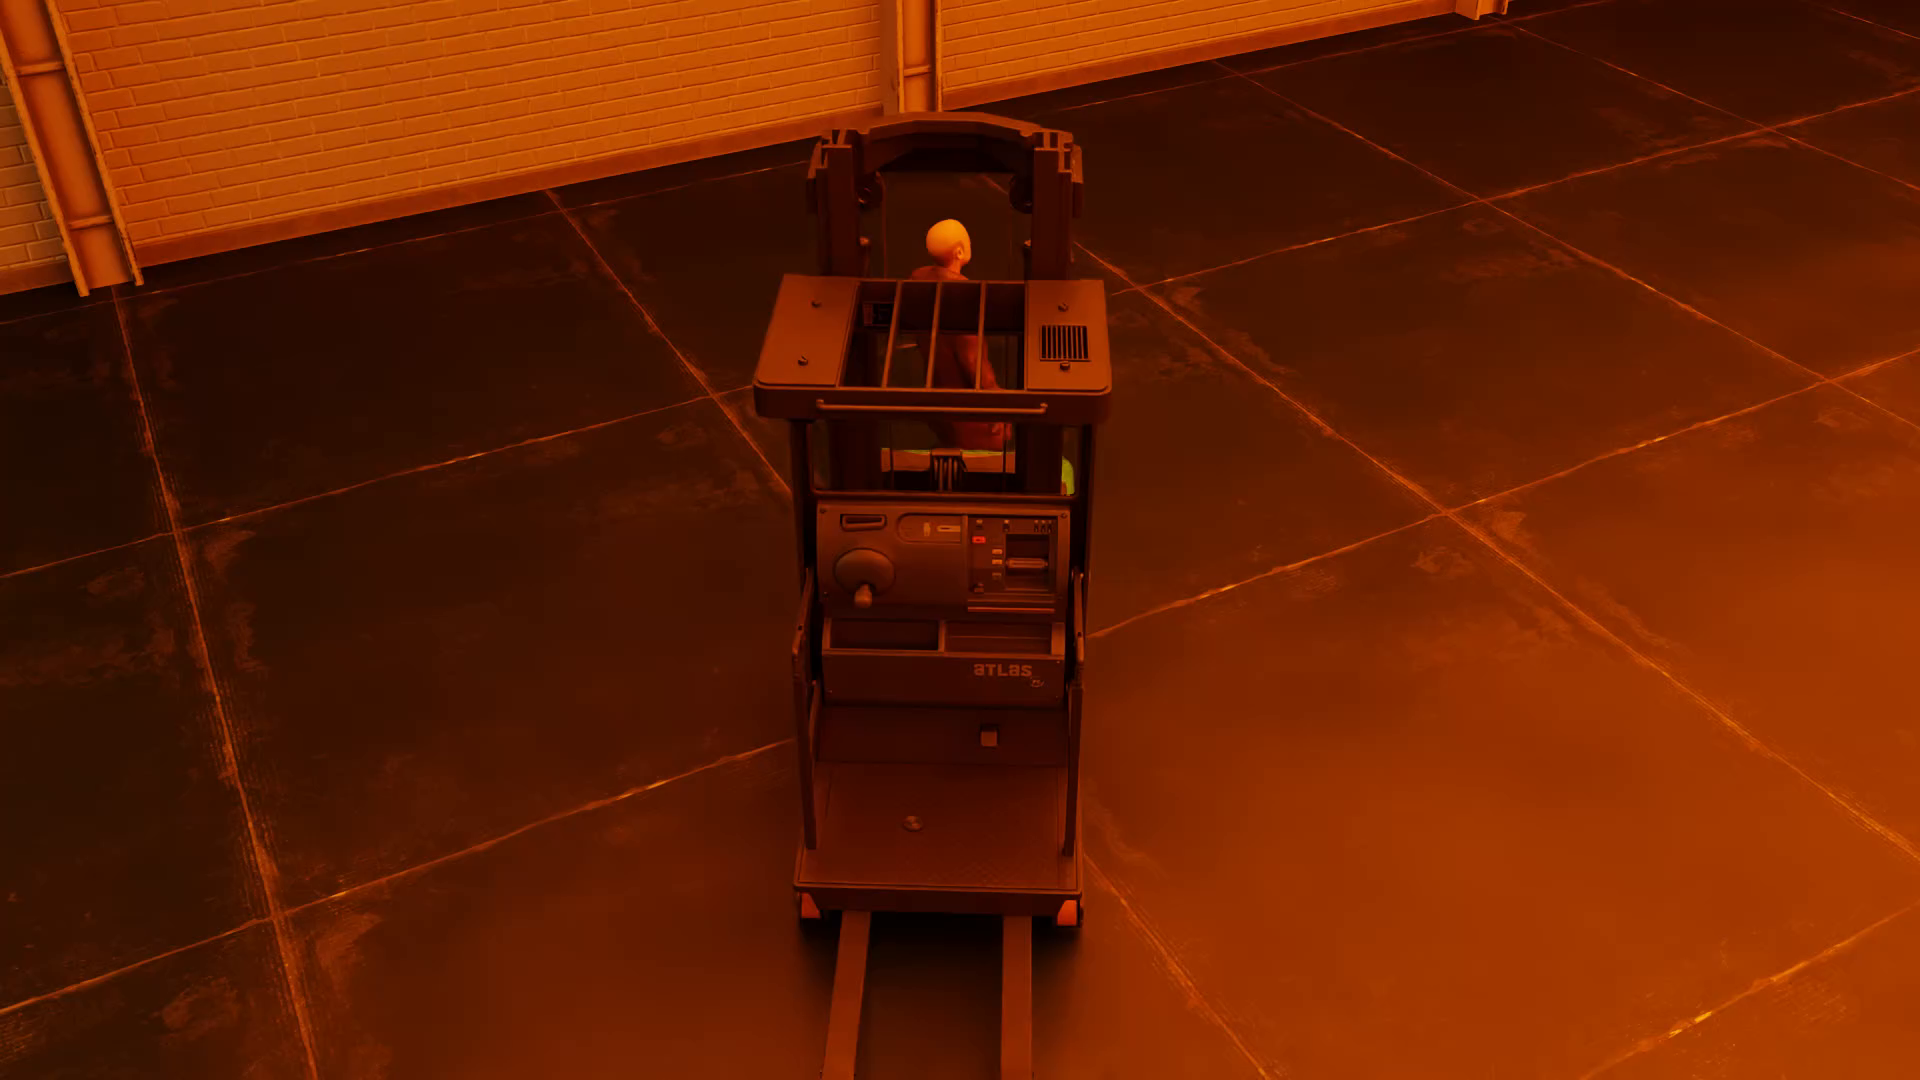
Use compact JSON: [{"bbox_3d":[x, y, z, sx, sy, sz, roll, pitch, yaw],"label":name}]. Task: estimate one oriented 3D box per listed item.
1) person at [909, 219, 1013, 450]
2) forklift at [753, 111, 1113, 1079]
[{"bbox_3d":[0.086,-0.758,8.195,0.548,1.777,0.699,-18,39,-23],"label":"person"},{"bbox_3d":[-0.069,0.125,5.946,1.130,2.935,3.031,1,35,2],"label":"forklift"}]
